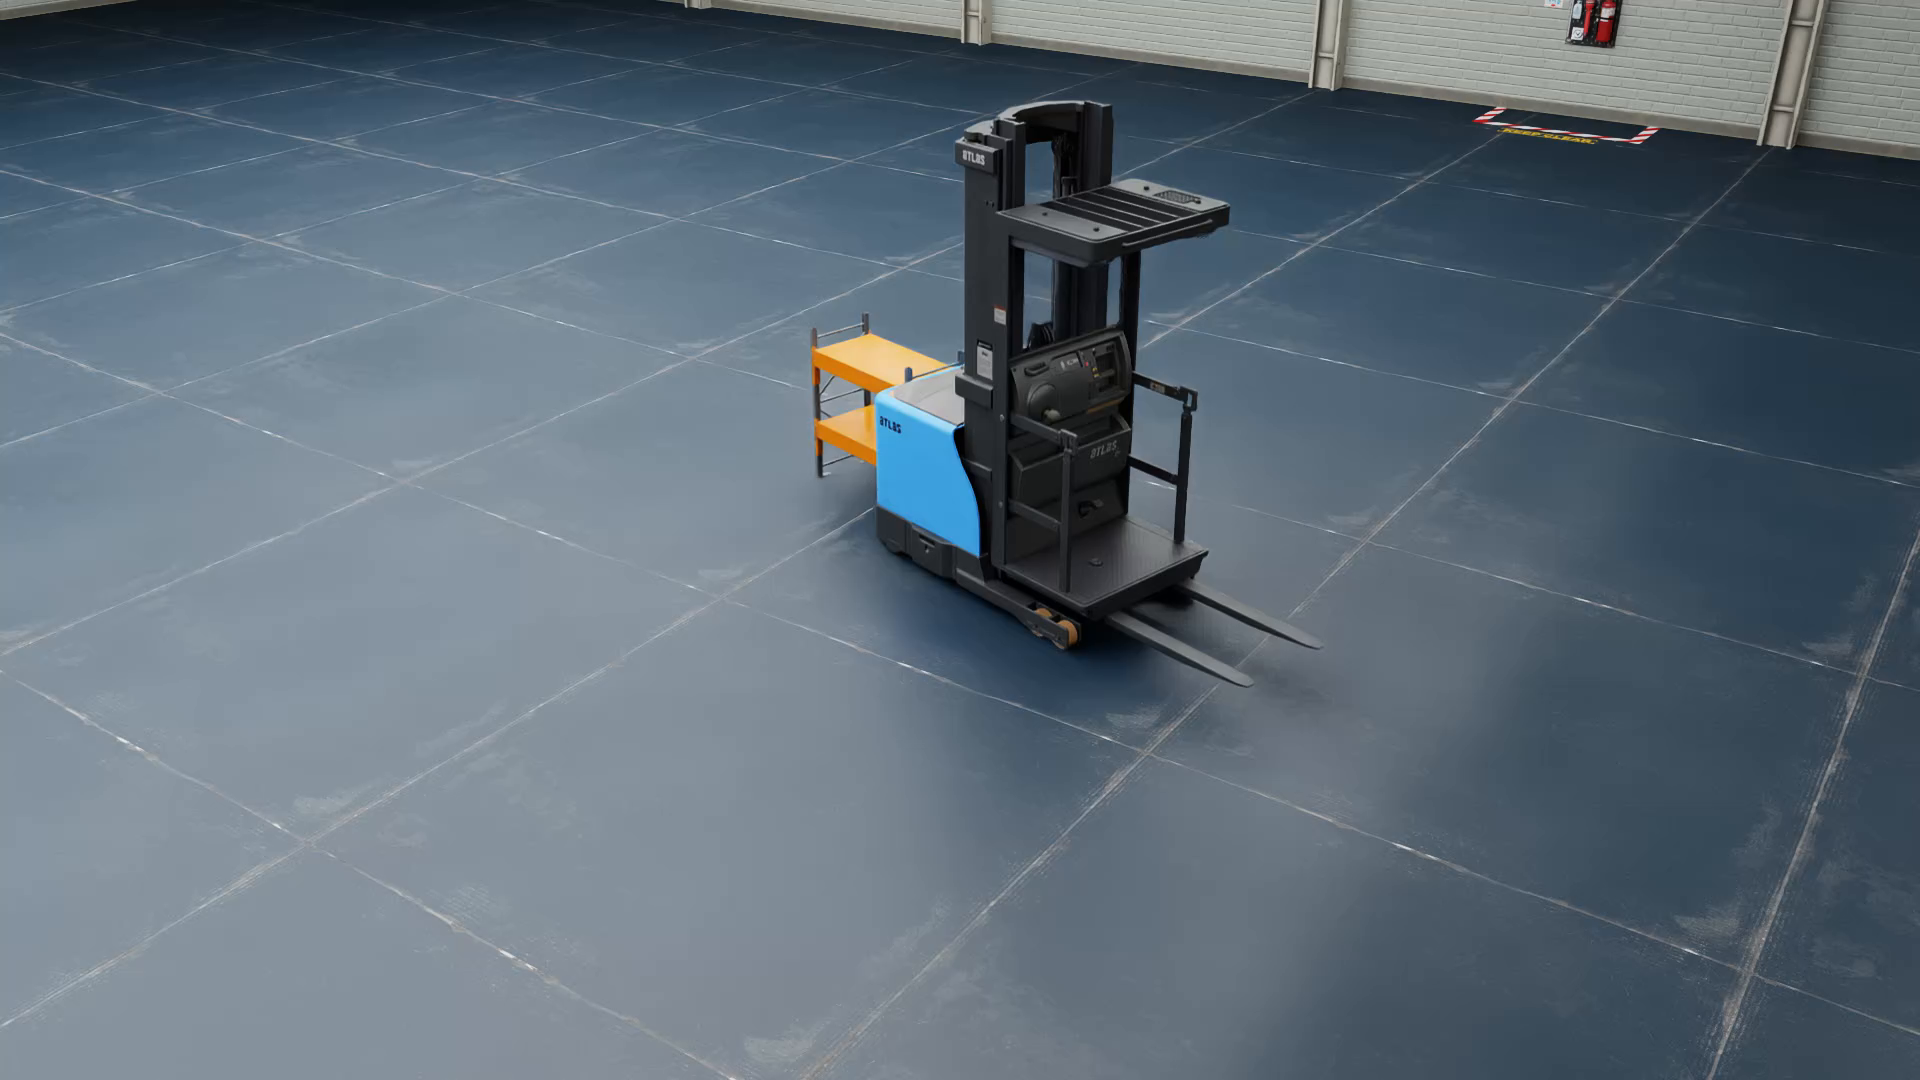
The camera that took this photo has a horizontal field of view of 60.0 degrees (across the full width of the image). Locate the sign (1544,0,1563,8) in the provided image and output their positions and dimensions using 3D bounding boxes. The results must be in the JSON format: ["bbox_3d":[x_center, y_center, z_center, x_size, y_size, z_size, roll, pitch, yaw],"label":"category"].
[{"bbox_3d":[7.745,-7.104,21.636,0.234,0.329,0.001,17,32,30],"label":"sign"}]

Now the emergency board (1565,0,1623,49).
[{"bbox_3d":[8.142,-6.907,21.289,0.643,1.169,0.194,17,32,30],"label":"emergency board"}]

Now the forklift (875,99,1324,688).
[{"bbox_3d":[0.799,-0.927,9.615,1.130,2.935,3.031,-22,34,-36],"label":"forklift"}]

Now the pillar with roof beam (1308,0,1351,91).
[{"bbox_3d":[2.774,-8.863,18.518,0.400,9.000,9.100,17,32,30],"label":"pillar with roof beam"}]

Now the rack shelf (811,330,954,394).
[{"bbox_3d":[-0.499,-1.114,11.327,0.538,0.278,1.000,-22,34,-36],"label":"rack shelf"}]

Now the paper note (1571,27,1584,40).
[{"bbox_3d":[8.035,-6.586,21.629,0.142,0.148,0.016,17,32,30],"label":"paper note"}]

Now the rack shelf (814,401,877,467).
[{"bbox_3d":[-0.499,-0.635,11.571,0.538,0.278,1.000,-22,34,-36],"label":"rack shelf"}]

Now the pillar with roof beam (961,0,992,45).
[{"bbox_3d":[-2.172,-10.404,21.546,0.400,9.000,9.100,17,32,30],"label":"pillar with roof beam"}]

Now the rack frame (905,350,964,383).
[{"bbox_3d":[-0.161,-0.681,11.121,0.500,1.125,0.032,-22,34,-36],"label":"rack frame"}]

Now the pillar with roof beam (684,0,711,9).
[{"bbox_3d":[-7.117,-11.945,24.574,0.400,9.000,9.100,17,32,30],"label":"pillar with roof beam"}]

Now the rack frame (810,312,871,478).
[{"bbox_3d":[-0.836,-1.026,11.799,0.500,1.125,0.032,-22,34,-36],"label":"rack frame"}]

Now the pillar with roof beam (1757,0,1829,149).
[{"bbox_3d":[7.720,-7.322,15.491,0.400,9.000,9.100,17,32,30],"label":"pillar with roof beam"}]

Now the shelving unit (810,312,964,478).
[{"bbox_3d":[-0.499,-0.853,11.460,0.538,1.125,1.048,-22,34,-36],"label":"shelving unit"}]
